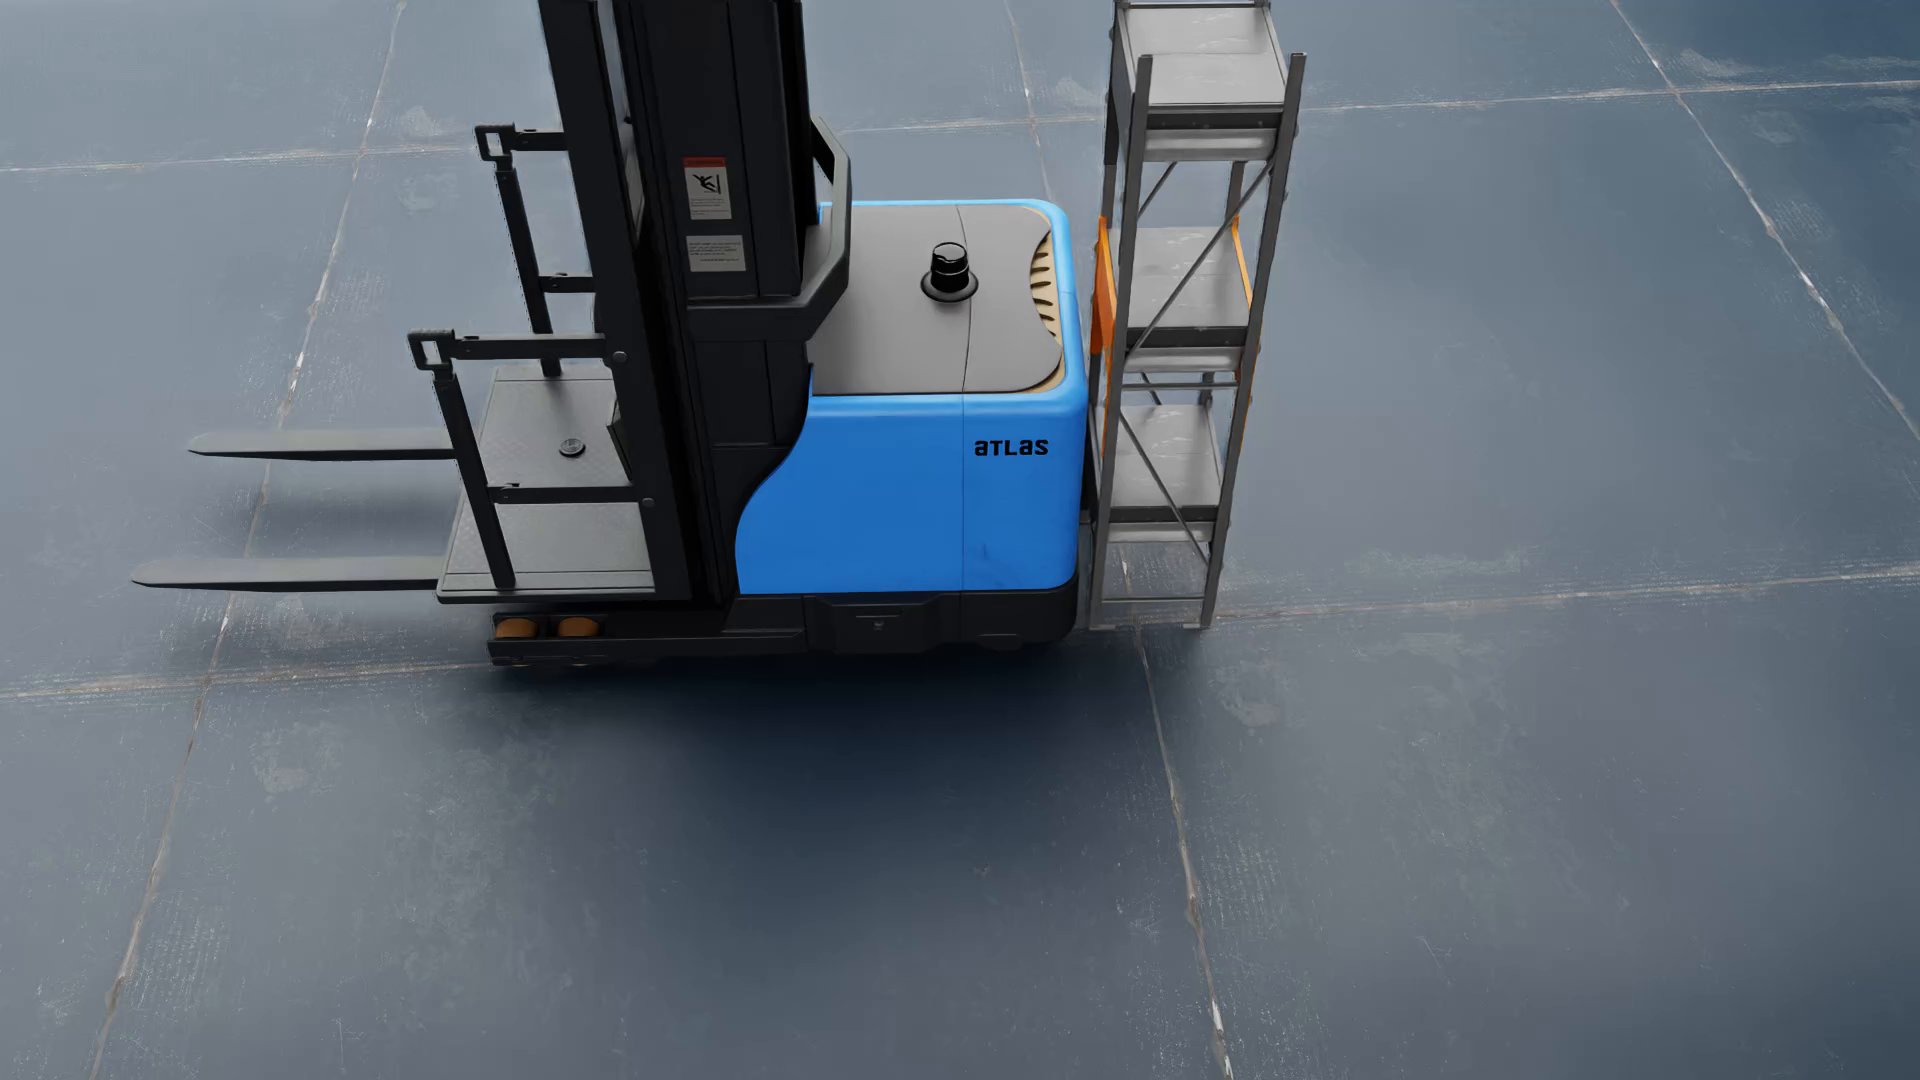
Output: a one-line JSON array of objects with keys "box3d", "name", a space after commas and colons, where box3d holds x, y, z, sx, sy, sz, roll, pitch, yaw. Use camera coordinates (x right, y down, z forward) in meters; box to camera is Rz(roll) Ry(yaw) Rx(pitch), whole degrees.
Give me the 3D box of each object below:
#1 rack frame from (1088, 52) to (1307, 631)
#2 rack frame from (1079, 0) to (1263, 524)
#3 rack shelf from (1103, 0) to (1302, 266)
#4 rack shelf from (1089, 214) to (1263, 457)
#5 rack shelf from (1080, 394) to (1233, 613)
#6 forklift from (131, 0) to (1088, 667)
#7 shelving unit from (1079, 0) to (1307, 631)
[{"box3d": [0.623, -0.431, 4.712, 0.400, 2.100, 0.015, -1, 47, -1], "name": "rack frame"}, {"box3d": [0.612, -0.785, 5.047, 0.400, 2.100, 0.015, -1, 47, -1], "name": "rack frame"}, {"box3d": [0.618, -1.080, 4.381, 0.431, 0.518, 0.480, -1, 47, -1], "name": "rack shelf"}, {"box3d": [0.618, -0.599, 4.890, 0.431, 0.518, 0.480, -1, 47, -1], "name": "rack shelf"}, {"box3d": [0.617, -0.117, 5.398, 0.431, 0.518, 0.480, -1, 47, -1], "name": "rack shelf"}, {"box3d": [-1.147, -0.990, 4.669, 3.031, 2.935, 1.130, -1, 47, -1], "name": "forklift"}, {"box3d": [0.618, -0.608, 4.880, 0.431, 2.100, 0.503, -1, 47, -1], "name": "shelving unit"}]
